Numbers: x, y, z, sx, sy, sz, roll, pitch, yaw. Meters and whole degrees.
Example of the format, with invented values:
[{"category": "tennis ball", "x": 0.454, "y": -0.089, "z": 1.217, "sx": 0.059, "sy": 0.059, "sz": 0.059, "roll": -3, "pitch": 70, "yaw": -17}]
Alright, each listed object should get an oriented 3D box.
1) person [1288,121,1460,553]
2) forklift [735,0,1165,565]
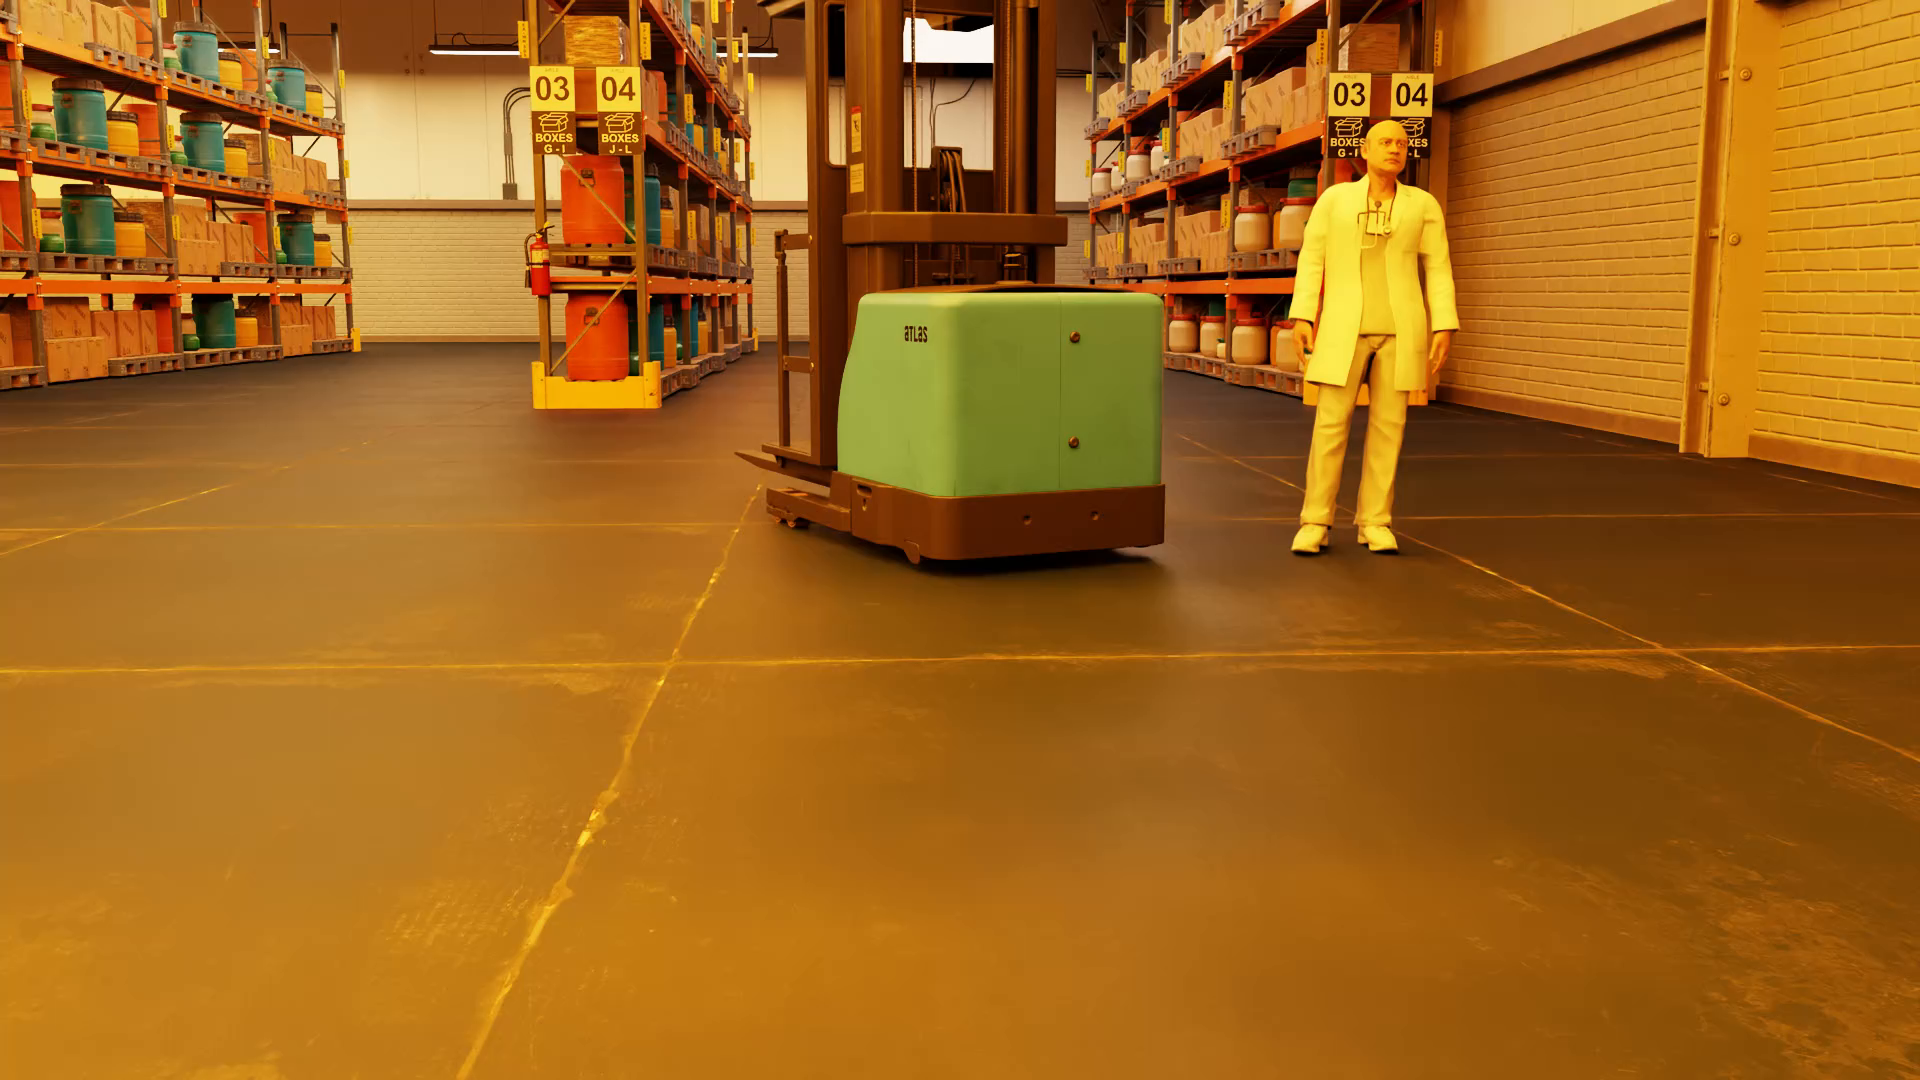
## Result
[{"category": "person", "x": 1.718, "y": -0.798, "z": 6.924, "sx": 0.692, "sy": 1.684, "sz": 0.559, "roll": 1, "pitch": 9, "yaw": 9}, {"category": "forklift", "x": -0.264, "y": -1.530, "z": 7.637, "sx": 1.130, "sy": 2.935, "sz": 3.031, "roll": -4, "pitch": 9, "yaw": -25}]
